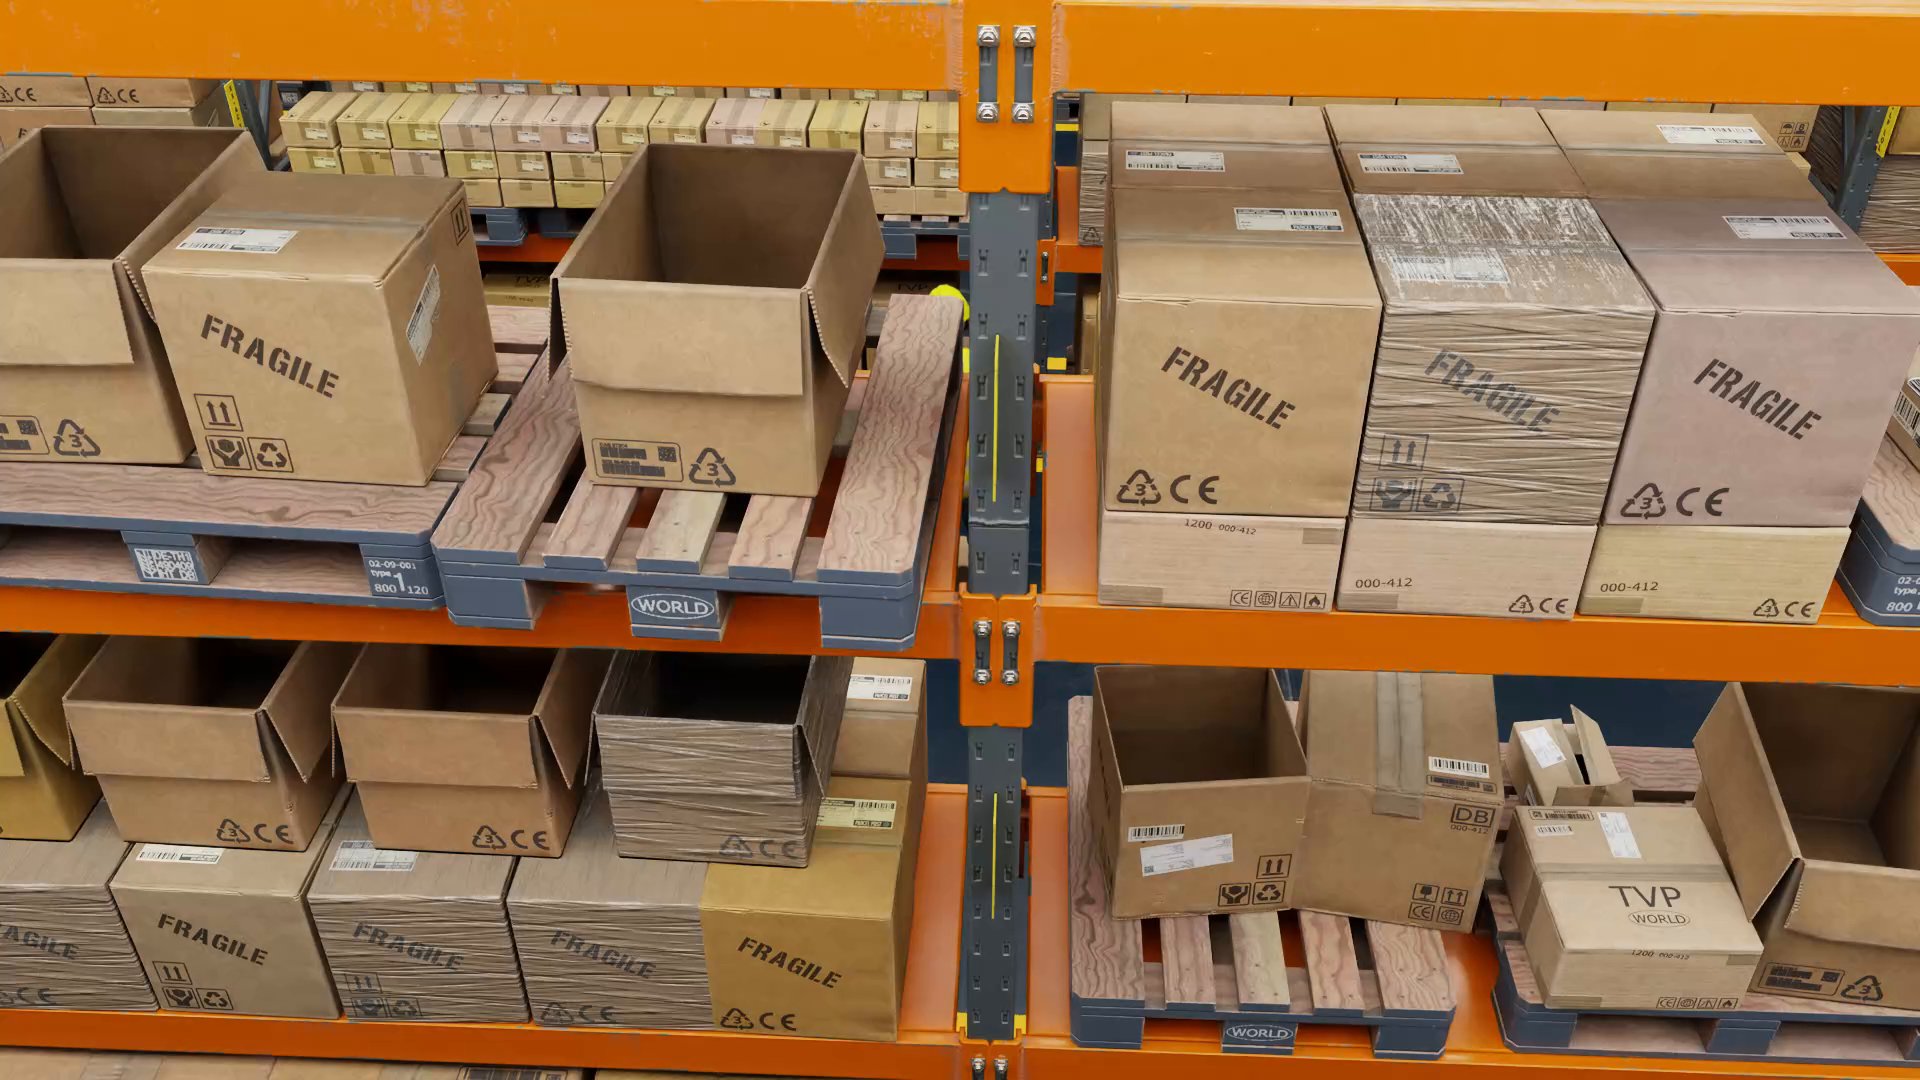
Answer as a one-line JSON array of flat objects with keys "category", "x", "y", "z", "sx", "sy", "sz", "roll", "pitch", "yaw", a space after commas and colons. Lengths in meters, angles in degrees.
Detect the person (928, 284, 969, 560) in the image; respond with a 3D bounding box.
[{"category": "person", "x": -0.038, "y": -0.326, "z": 7.559, "sx": 0.622, "sy": 1.759, "sz": 0.462, "roll": 0, "pitch": 35, "yaw": 0}]
